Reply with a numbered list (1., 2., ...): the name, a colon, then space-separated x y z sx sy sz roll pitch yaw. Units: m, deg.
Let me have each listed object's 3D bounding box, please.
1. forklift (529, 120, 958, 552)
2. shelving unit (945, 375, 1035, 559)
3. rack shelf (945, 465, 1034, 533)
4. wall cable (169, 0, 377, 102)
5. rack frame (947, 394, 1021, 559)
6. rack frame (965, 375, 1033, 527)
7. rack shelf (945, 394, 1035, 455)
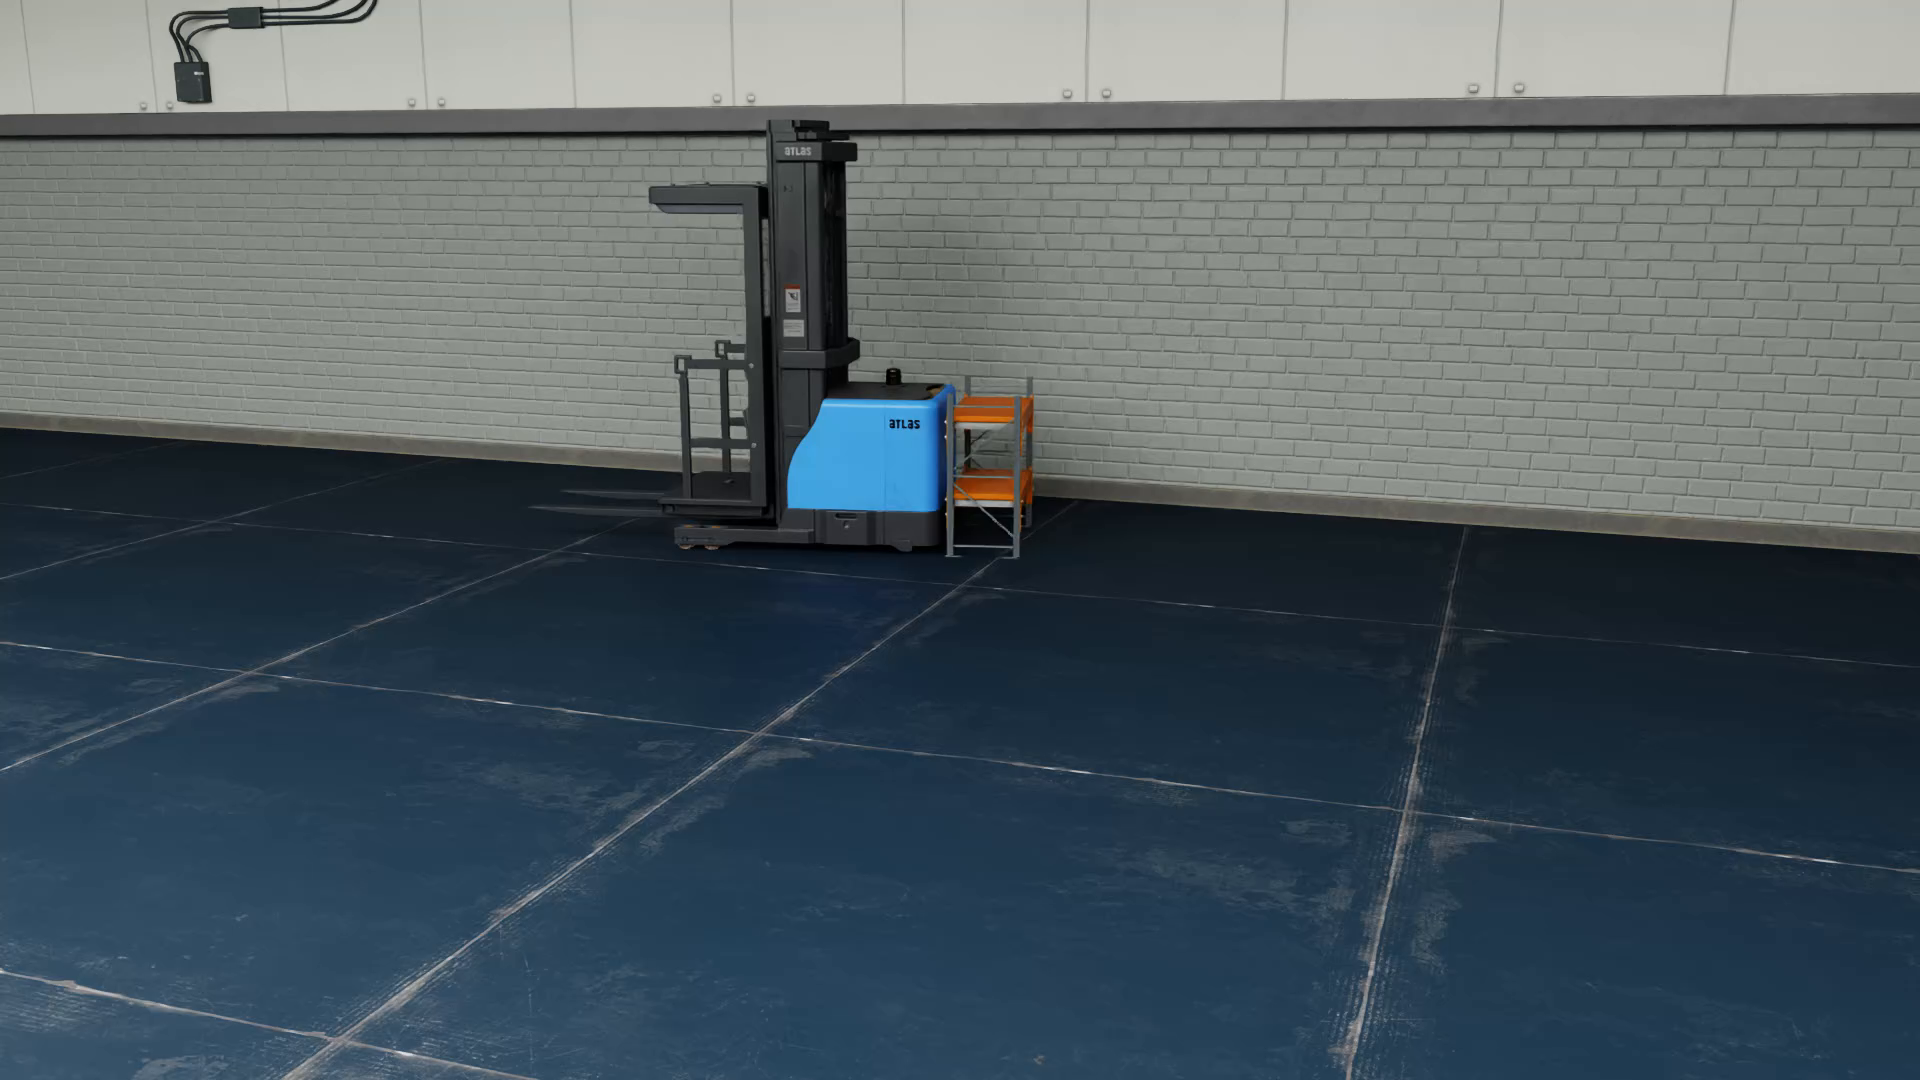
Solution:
1. forklift: -1.575 -1.474 11.858 3.031 2.935 1.130 2 13 8
2. shelving unit: 0.224 -0.541 11.829 0.538 1.125 1.048 2 13 7
3. rack shelf: 0.224 -0.302 11.883 0.538 0.278 1.000 2 13 7
4. wall cable: -6.144 -6.910 14.396 2.305 6.003 0.169 4 14 18
5. rack frame: 0.162 -0.428 11.337 0.500 1.125 0.032 2 13 7
6. rack frame: 0.286 -0.653 12.321 0.500 1.125 0.032 2 13 7
7. rack shelf: 0.224 -0.826 11.764 0.538 0.278 1.000 2 13 7
